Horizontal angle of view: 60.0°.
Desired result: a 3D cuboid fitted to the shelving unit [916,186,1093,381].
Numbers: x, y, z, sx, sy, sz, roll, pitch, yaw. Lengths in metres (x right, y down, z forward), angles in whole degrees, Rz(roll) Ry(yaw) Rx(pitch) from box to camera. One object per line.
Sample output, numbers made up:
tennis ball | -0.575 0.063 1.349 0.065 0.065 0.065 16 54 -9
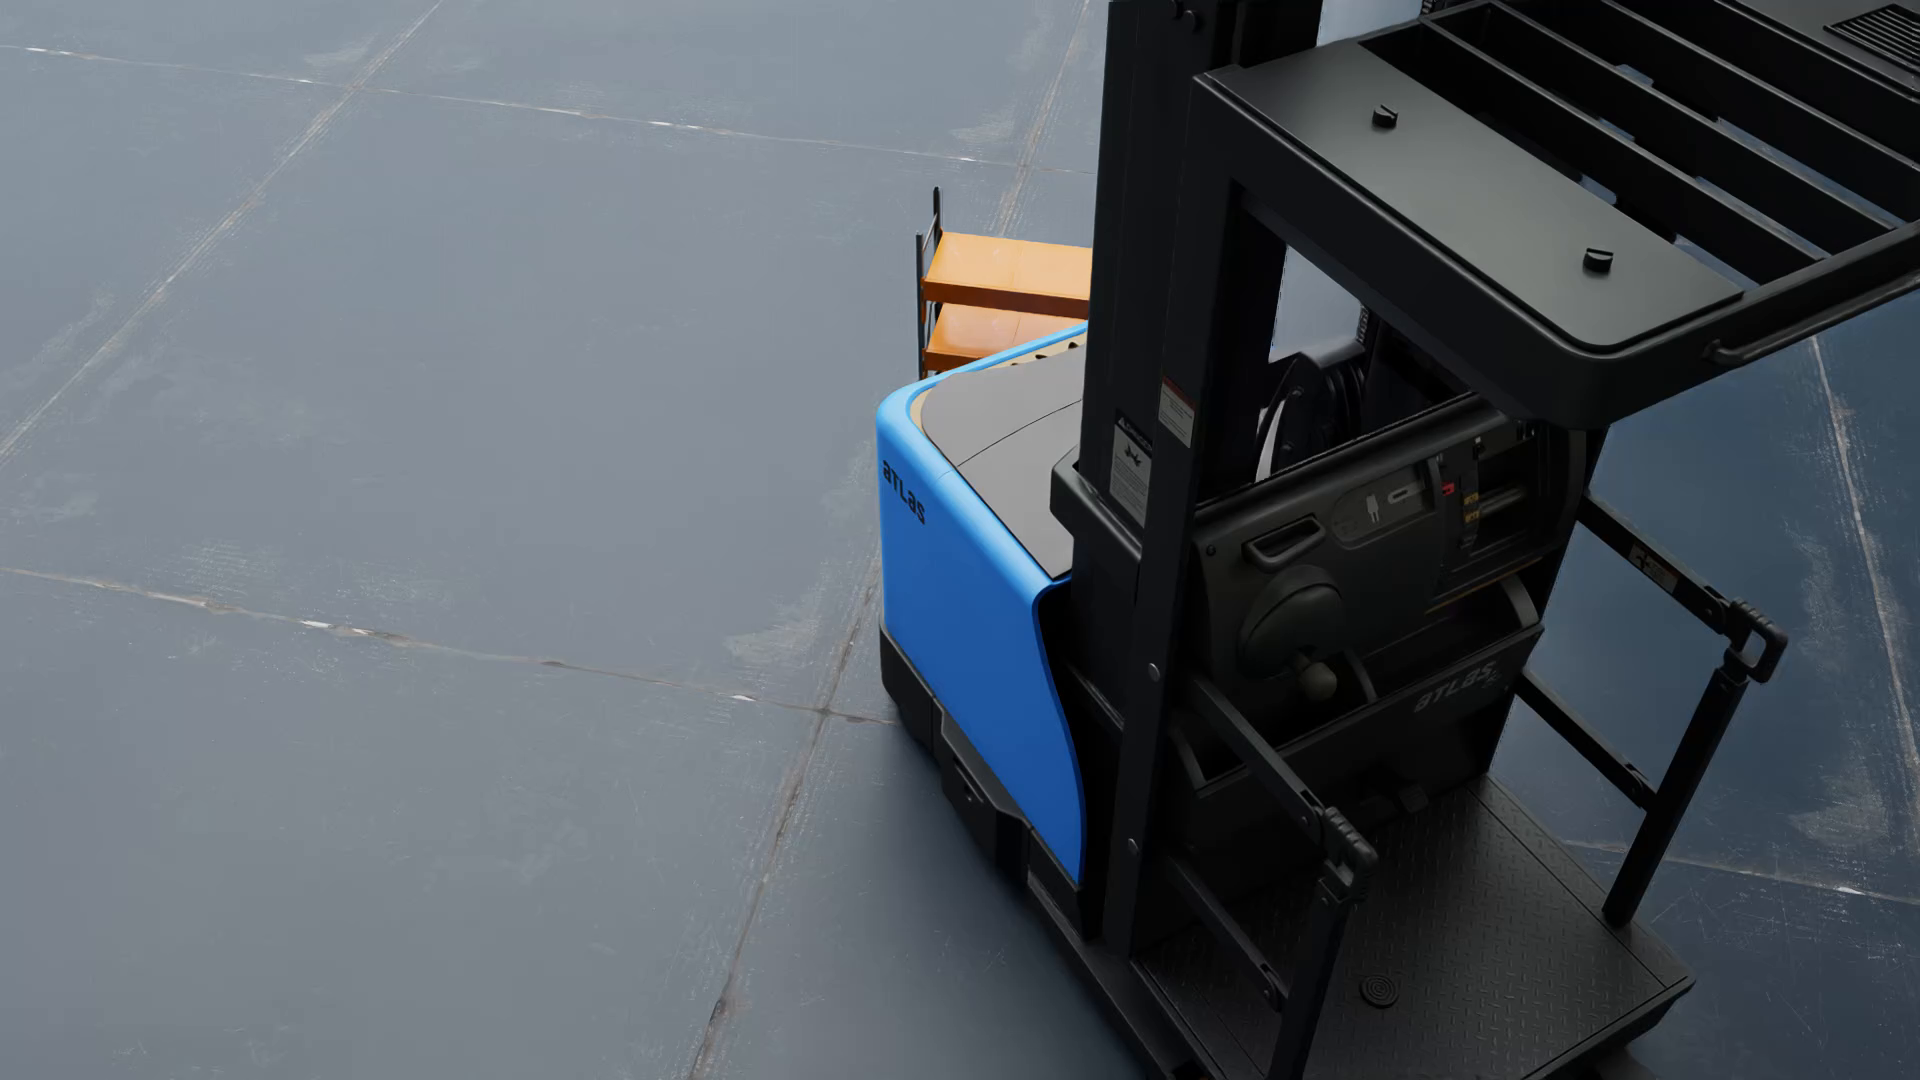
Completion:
shelving unit | 0.154 -0.413 4.814 0.503 1.200 0.258 8 44 8

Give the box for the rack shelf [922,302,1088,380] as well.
rack shelf | 0.154 -0.526 4.706 0.480 0.148 0.258 8 44 8

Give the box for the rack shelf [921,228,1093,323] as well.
rack shelf | 0.154 -0.697 4.542 0.480 0.148 0.258 8 44 8

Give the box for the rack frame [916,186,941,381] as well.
rack frame | -0.085 -0.447 4.849 0.015 1.200 0.240 8 44 8

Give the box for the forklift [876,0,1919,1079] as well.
forklift | 0.949 0.083 3.050 1.130 2.935 3.031 -22 48 -21
